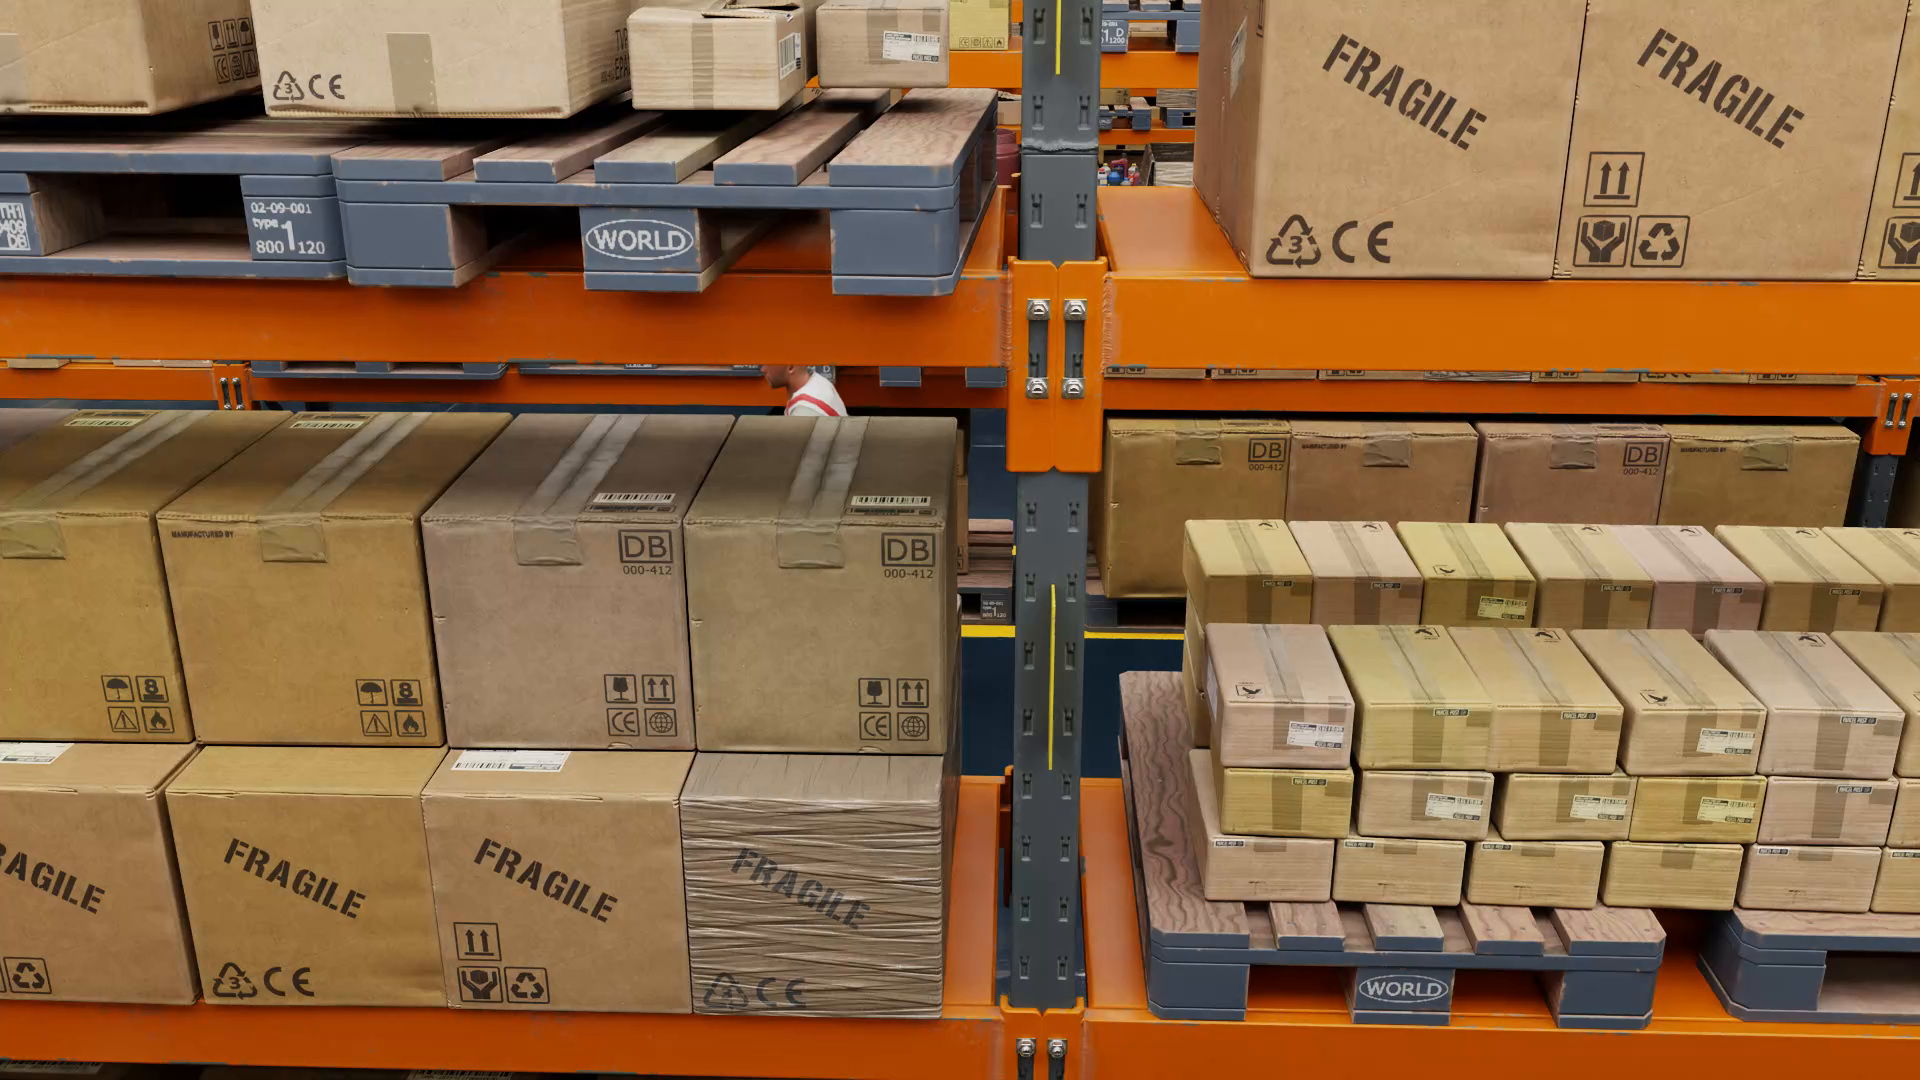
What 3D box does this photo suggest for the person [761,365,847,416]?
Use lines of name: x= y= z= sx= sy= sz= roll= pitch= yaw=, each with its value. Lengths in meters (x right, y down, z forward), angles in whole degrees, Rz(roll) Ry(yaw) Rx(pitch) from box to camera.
person: x=-0.672 y=-0.088 z=7.293 sx=0.450 sy=1.778 sz=0.597 roll=0 pitch=21 yaw=0
